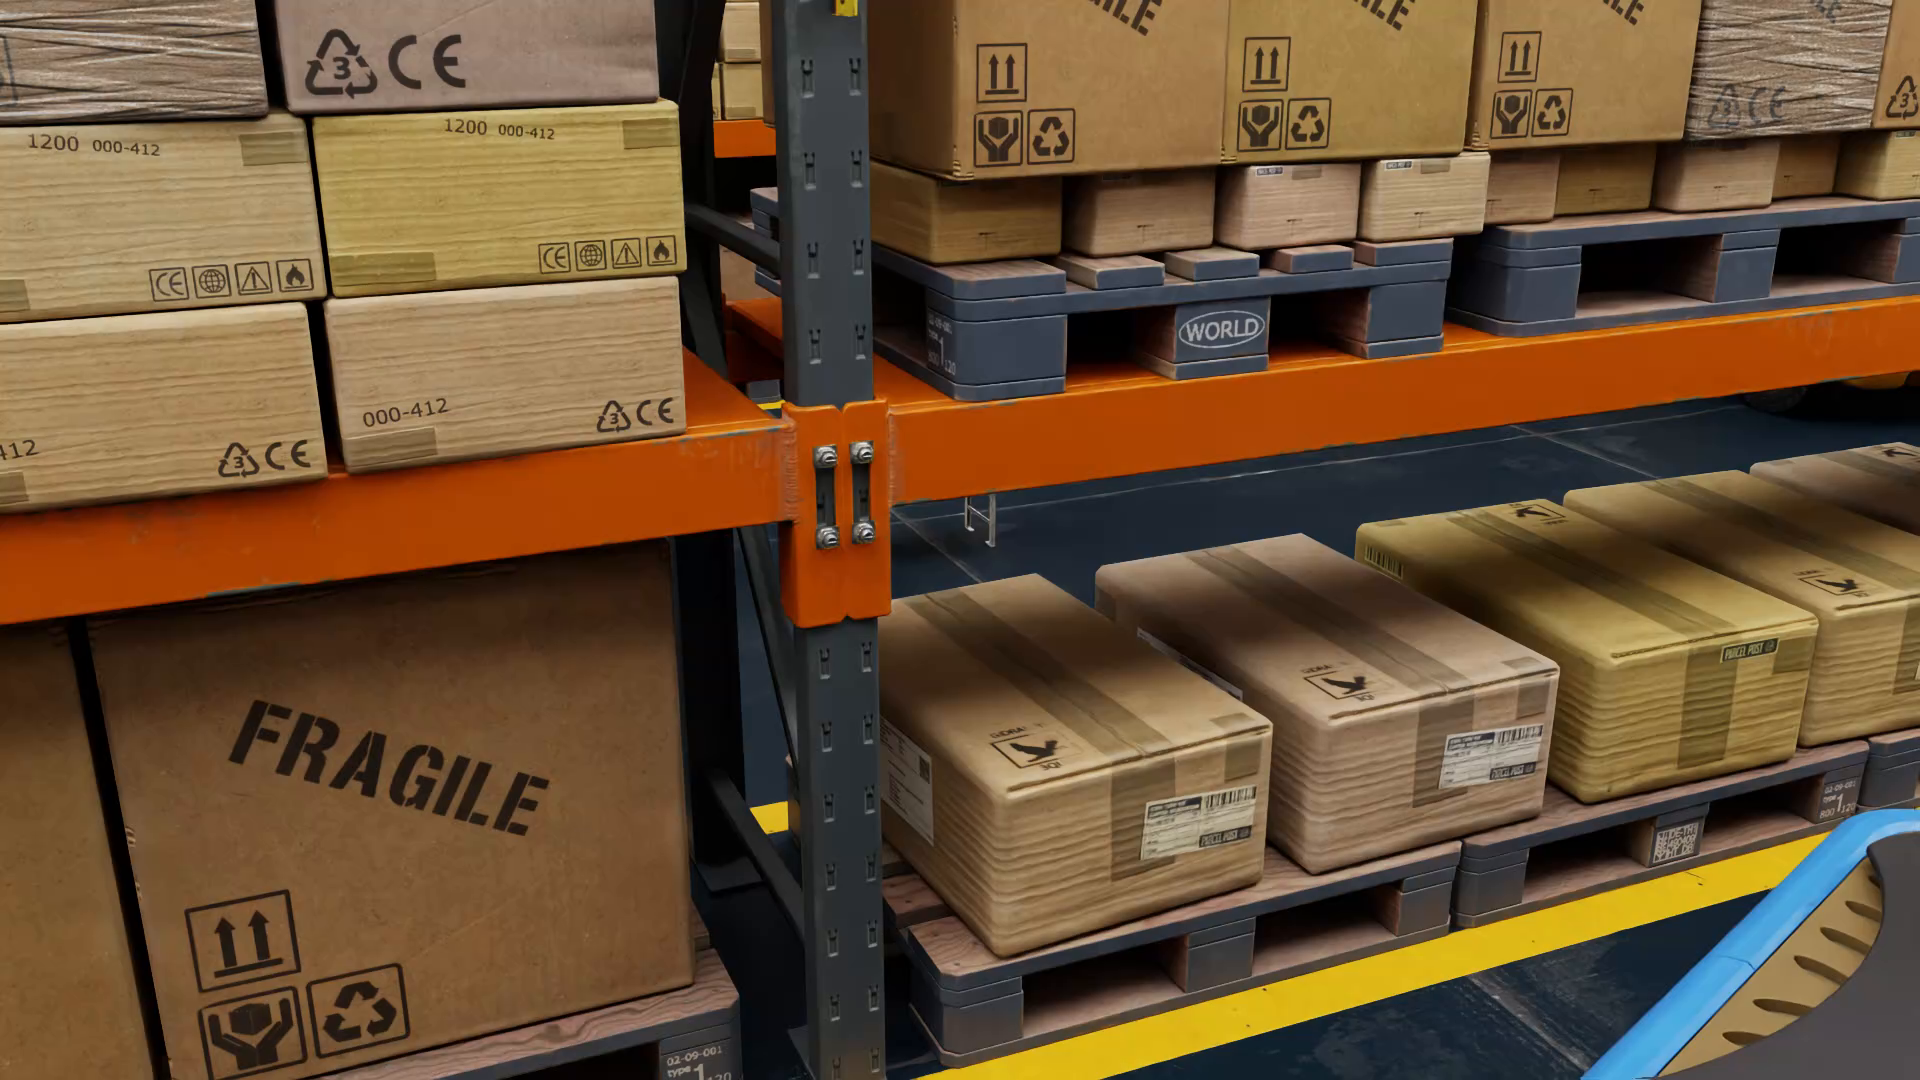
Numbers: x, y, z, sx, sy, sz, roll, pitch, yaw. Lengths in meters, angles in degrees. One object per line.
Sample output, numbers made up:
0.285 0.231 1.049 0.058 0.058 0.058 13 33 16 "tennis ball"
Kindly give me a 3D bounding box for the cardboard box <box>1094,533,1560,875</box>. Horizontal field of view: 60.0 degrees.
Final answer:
0.807 0.336 3.875 0.625 0.372 0.950 -9 21 -23 "cardboard box"

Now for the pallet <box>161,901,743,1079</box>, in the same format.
-1.144 0.862 3.257 1.213 0.211 1.003 -8 21 -22 "pallet"

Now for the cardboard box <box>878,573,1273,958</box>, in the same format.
0.132 0.436 3.593 0.625 0.372 0.950 -10 22 -26 "cardboard box"

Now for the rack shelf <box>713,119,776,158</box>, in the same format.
-0.523 -1.971 8.188 4.000 0.370 1.077 -8 21 -22 "rack shelf"

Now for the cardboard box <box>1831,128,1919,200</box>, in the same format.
1.977 -0.859 3.690 0.250 0.149 0.380 -8 21 -22 "cardboard box"

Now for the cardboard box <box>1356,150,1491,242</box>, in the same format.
0.785 -0.679 3.180 0.250 0.149 0.380 -8 21 -22 "cardboard box"

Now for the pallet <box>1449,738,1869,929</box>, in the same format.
1.446 0.519 4.230 1.213 0.211 1.003 -8 21 -22 "pallet"

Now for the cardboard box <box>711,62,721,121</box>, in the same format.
-1.392 -2.025 7.484 0.500 0.250 0.500 -9 21 -23 "cardboard box"

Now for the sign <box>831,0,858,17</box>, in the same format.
-0.167 -0.912 2.352 0.005 0.325 0.100 -8 21 -22 "sign"

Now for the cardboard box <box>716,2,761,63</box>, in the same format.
-0.908 -2.325 7.583 0.500 0.250 0.500 -9 21 -23 "cardboard box"

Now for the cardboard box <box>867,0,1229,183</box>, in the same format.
0.115 -0.909 2.856 0.500 0.500 0.500 -9 21 -23 "cardboard box"

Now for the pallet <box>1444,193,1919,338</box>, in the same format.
1.411 -0.717 3.831 1.213 0.211 1.003 -8 21 -22 "pallet"

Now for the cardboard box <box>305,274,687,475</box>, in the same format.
-0.752 -0.318 2.635 0.500 0.250 0.500 -9 21 -24 "cardboard box"

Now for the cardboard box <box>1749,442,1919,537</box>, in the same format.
2.802 0.050 4.687 0.625 0.372 0.950 -8 21 -21 "cardboard box"

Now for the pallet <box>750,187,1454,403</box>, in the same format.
0.222 -0.570 3.414 1.003 0.211 1.213 -8 21 -22 "pallet"

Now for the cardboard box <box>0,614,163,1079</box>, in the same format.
-1.878 0.451 2.791 0.875 0.875 0.875 -8 21 -21 "cardboard box"

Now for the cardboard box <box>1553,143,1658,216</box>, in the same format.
1.219 -0.784 3.477 0.250 0.149 0.380 -7 21 -20 "cardboard box"

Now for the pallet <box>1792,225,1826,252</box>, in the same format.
2.523 -0.914 4.390 1.213 0.211 1.003 -8 21 -22 "pallet"

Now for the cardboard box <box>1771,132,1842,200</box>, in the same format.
1.694 -0.855 3.681 0.250 0.149 0.380 -9 21 -24 "cardboard box"

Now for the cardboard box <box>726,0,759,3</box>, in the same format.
-1.026 -2.510 7.508 0.250 0.149 0.380 -8 21 -21 "cardboard box"

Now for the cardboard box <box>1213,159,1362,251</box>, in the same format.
0.524 -0.649 3.095 0.250 0.149 0.380 -10 22 -25 "cardboard box"

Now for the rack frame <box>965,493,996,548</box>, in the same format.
0.072 -0.576 5.852 0.015 1.200 0.240 -8 21 -22 "rack frame"

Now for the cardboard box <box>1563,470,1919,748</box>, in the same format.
2.143 0.146 4.415 0.625 0.372 0.950 -7 21 -19 "cardboard box"

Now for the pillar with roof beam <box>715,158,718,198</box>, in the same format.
0.185 -4.011 3.864 0.400 9.000 9.100 -8 21 -22 "pillar with roof beam"

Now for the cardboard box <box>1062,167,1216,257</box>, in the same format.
0.255 -0.627 3.032 0.250 0.149 0.380 -10 22 -25 "cardboard box"

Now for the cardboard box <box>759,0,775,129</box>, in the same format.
-0.083 -1.065 3.298 0.500 0.500 0.500 -9 21 -23 "cardboard box"

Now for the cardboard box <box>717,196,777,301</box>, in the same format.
-1.185 -1.292 8.118 0.625 0.625 0.875 -7 21 -20 "cardboard box"

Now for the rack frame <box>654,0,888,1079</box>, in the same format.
-0.390 -0.535 3.024 0.127 3.000 1.000 -8 21 -22 "rack frame"

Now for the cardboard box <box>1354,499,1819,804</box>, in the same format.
1.505 0.238 4.154 0.625 0.372 0.950 -7 21 -20 "cardboard box"

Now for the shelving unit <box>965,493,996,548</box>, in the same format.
-0.152 -0.544 5.761 0.503 1.200 0.258 -8 21 -22 "shelving unit"

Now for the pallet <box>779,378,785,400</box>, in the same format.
-0.470 -0.988 8.510 1.213 0.211 1.003 -8 21 -22 "pallet"

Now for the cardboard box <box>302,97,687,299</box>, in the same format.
-0.734 -0.558 2.564 0.500 0.250 0.500 -8 21 -22 "cardboard box"

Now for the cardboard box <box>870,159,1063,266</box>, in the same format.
-0.018 -0.600 2.956 0.250 0.149 0.380 -9 22 -25 "cardboard box"

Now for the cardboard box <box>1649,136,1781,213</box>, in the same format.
1.485 -0.798 3.518 0.250 0.149 0.380 -7 21 -20 "cardboard box"

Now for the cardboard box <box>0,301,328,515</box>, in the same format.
-1.215 -0.246 2.430 0.500 0.250 0.500 -8 21 -21 "cardboard box"

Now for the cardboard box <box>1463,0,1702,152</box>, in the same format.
1.075 -1.051 3.261 0.500 0.500 0.500 -8 21 -21 "cardboard box"

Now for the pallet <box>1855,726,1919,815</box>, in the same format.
2.568 0.357 4.689 1.213 0.211 1.003 -8 21 -22 "pallet"

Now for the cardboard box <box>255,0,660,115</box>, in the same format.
-0.761 -0.906 2.421 0.500 0.500 0.500 -9 21 -23 "cardboard box"

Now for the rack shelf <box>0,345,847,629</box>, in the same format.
-2.227 0.068 2.396 4.000 0.370 1.077 -8 21 -22 "rack shelf"

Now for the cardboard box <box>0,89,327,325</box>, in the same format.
-1.204 -0.490 2.370 0.500 0.250 0.500 -9 21 -23 "cardboard box"

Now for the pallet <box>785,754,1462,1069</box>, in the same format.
0.328 0.678 3.777 1.213 0.211 1.003 -8 21 -22 "pallet"

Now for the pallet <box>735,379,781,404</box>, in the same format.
-1.589 -0.829 8.058 1.213 0.211 1.003 -8 21 -22 "pallet"

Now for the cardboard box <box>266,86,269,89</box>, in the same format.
-1.392 -0.995 2.675 0.500 0.500 0.500 -8 21 -22 "cardboard box"

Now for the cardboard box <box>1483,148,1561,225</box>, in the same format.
0.975 -0.734 3.337 0.250 0.149 0.380 -7 21 -19 "cardboard box"

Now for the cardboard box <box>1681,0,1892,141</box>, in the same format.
1.537 -1.115 3.441 0.500 0.500 0.500 -9 21 -24 "cardboard box"

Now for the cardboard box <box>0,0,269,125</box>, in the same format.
-1.229 -0.836 2.222 0.500 0.500 0.500 -8 21 -21 "cardboard box"

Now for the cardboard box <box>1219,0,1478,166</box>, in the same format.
0.590 -0.979 3.056 0.500 0.500 0.500 -7 21 -19 "cardboard box"

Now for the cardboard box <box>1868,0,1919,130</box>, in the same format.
2.018 -1.184 3.637 0.500 0.500 0.500 -7 21 -20 "cardboard box"

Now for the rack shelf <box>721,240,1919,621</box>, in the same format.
1.446 -0.458 3.890 4.000 0.370 1.077 -8 21 -22 "rack shelf"

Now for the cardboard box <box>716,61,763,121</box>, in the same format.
-0.922 -2.095 7.682 0.500 0.250 0.500 -9 21 -24 "cardboard box"

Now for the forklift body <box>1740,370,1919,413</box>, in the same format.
3.967 -1.894 8.163 1.214 2.155 2.313 -8 21 -22 "forklift body"

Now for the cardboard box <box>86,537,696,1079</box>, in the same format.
-1.057 0.335 3.121 0.875 0.875 0.875 -8 21 -22 "cardboard box"
